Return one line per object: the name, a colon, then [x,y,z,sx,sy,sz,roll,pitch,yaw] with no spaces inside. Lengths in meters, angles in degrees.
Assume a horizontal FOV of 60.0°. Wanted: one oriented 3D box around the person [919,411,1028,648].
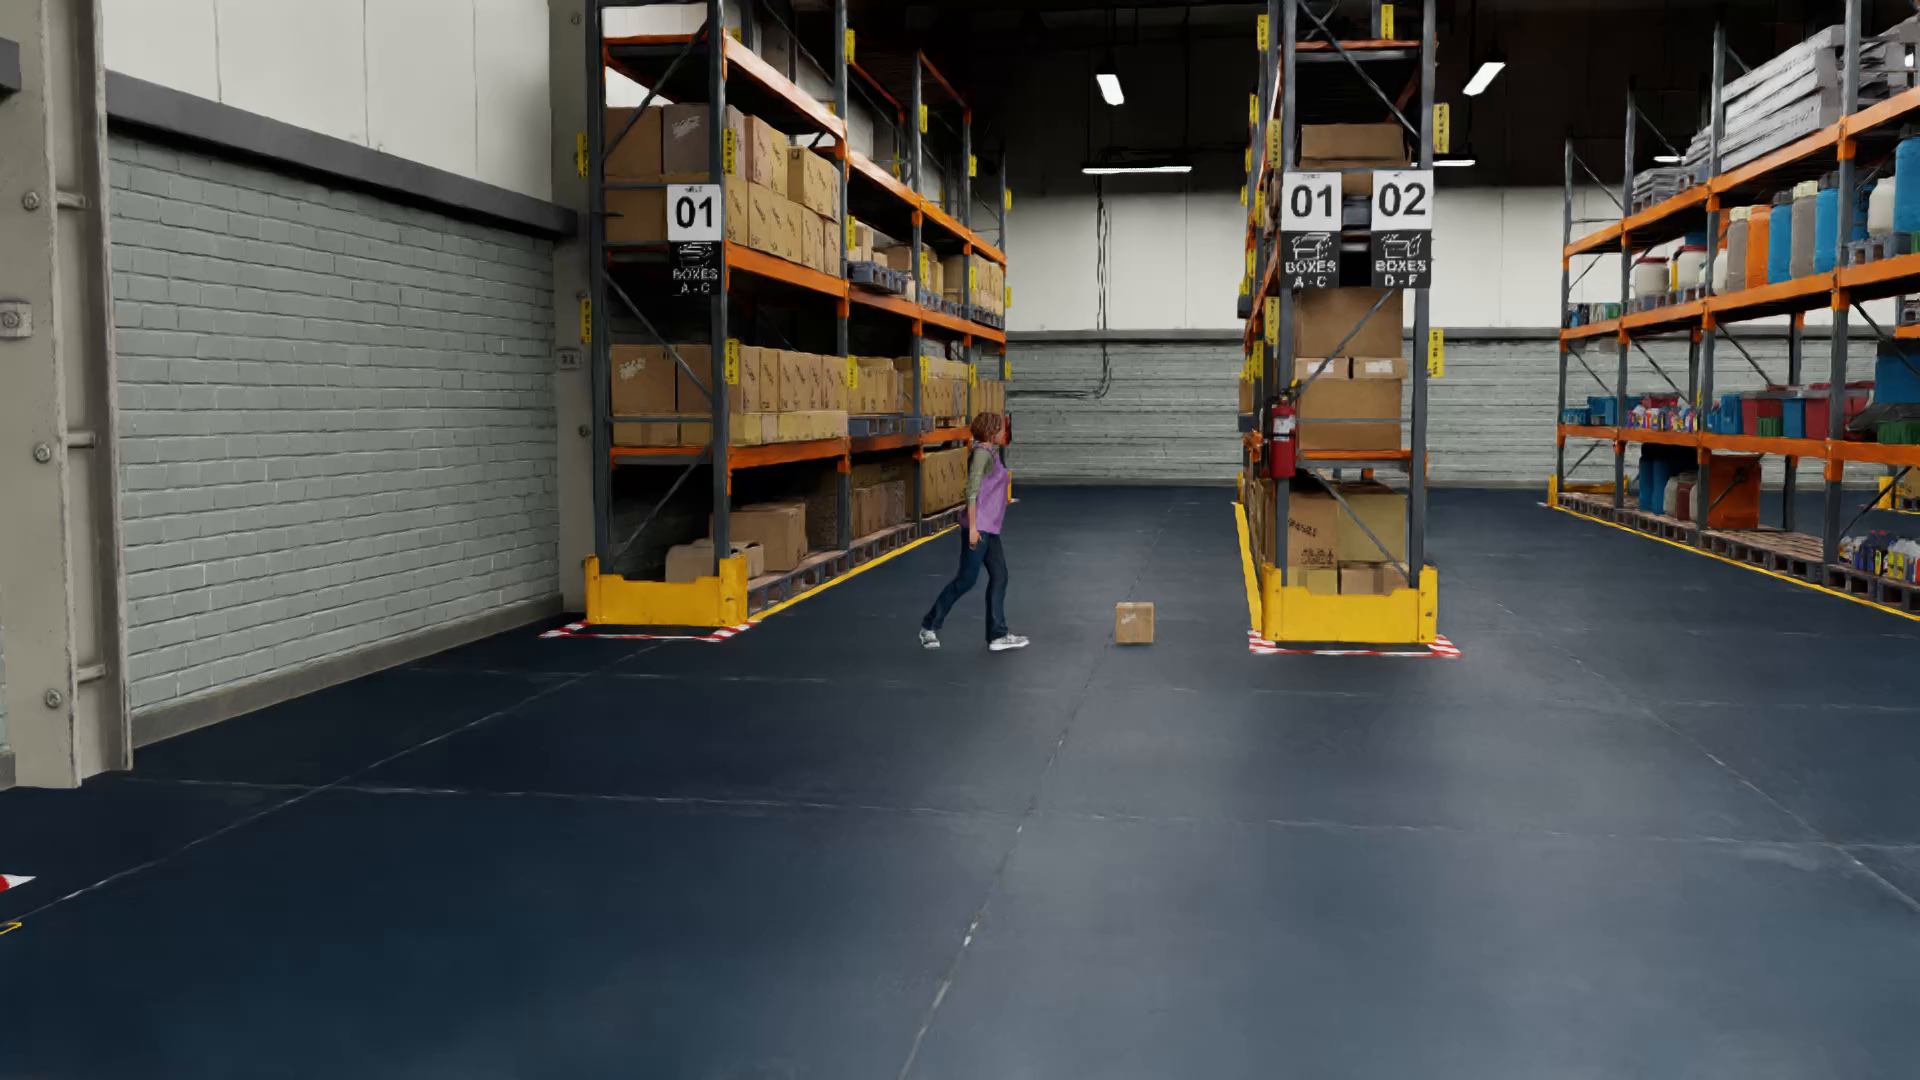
person: [0.097,-0.065,10.969,0.708,1.566,0.684,0,5,5]
